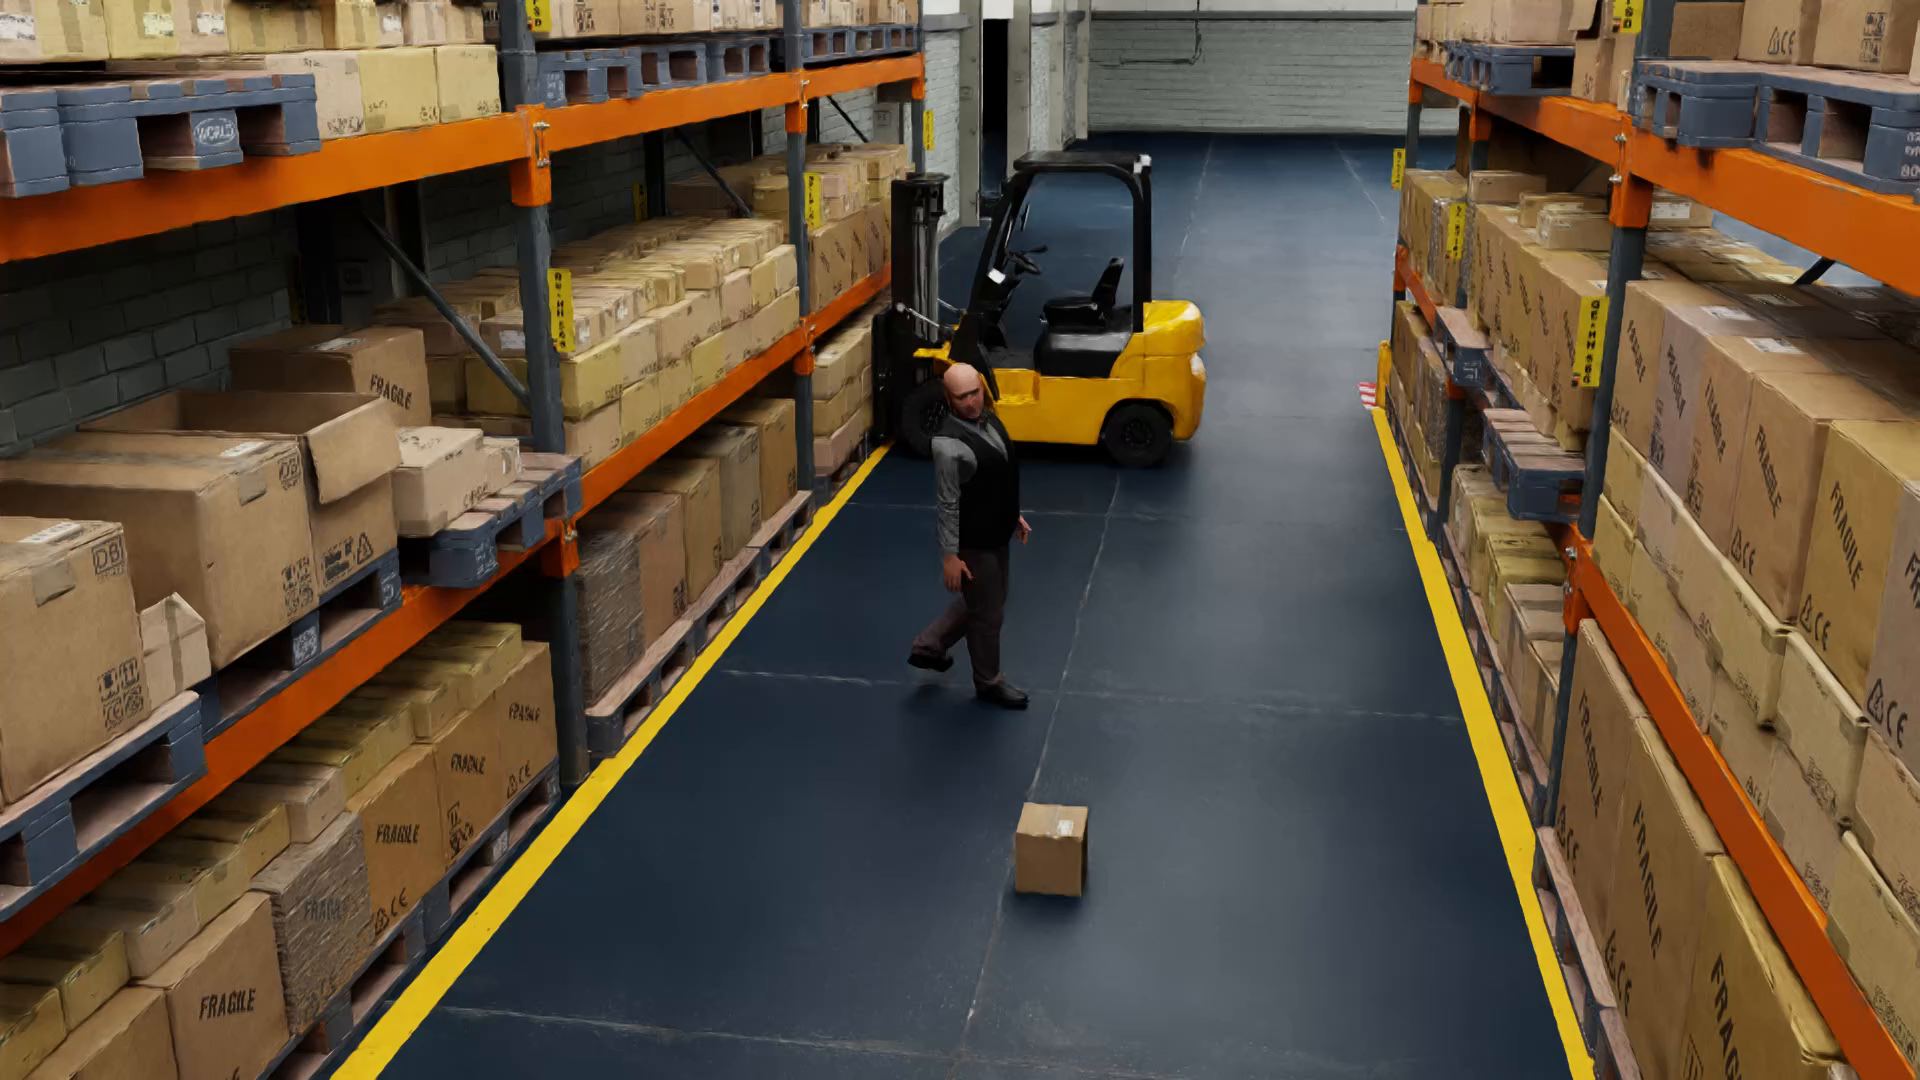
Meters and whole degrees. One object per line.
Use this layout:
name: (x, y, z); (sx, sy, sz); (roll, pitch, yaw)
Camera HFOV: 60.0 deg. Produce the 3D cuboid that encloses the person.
person: (0.022, -0.011, 7.684); (0.604, 1.689, 0.607); (4, 18, 13)
